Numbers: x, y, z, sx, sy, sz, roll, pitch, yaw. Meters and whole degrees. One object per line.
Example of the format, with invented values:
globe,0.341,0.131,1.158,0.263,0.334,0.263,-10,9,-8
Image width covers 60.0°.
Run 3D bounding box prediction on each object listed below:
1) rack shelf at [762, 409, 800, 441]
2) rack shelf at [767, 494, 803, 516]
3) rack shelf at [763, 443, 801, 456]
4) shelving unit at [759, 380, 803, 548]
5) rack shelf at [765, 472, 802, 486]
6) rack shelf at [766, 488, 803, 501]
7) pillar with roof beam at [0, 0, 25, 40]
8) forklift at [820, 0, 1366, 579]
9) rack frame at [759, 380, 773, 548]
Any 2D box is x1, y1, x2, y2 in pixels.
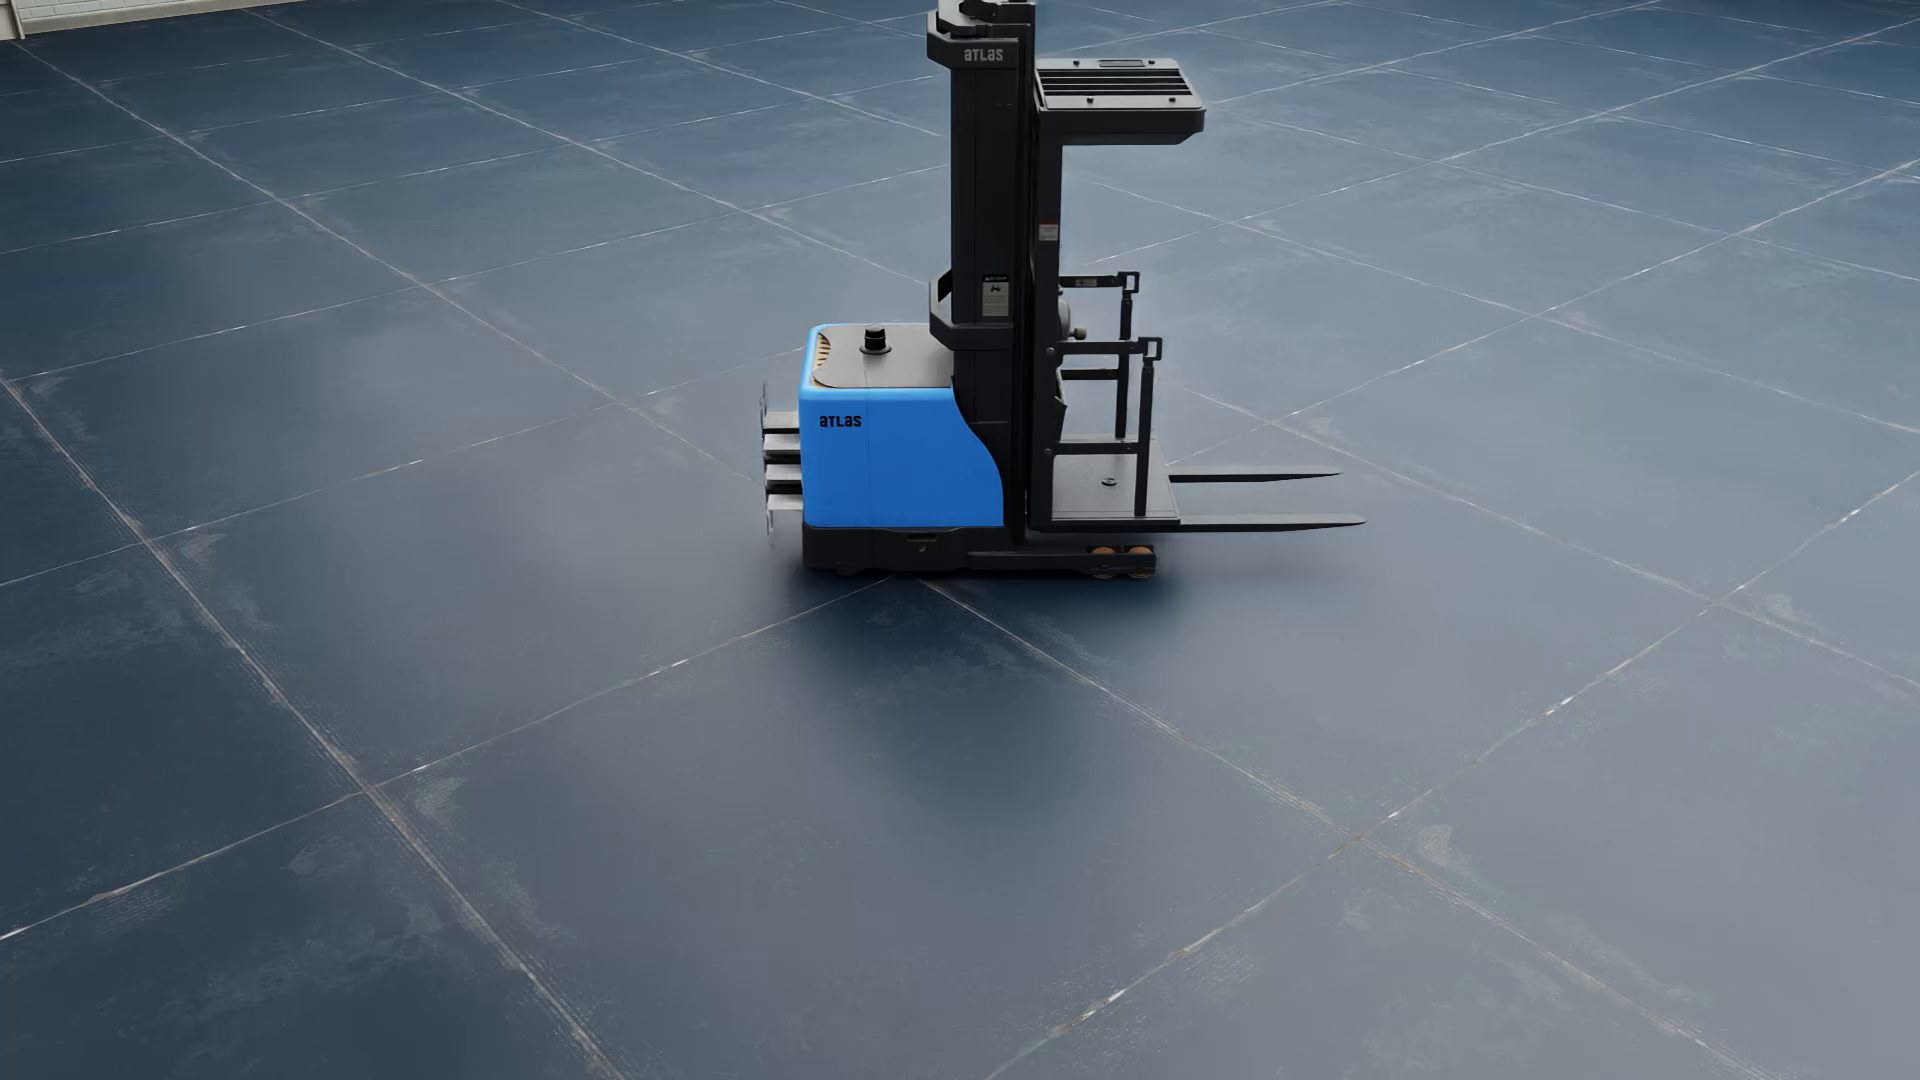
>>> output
rack shelf,-0.953,-0.620,8.954,0.200,0.077,0.258,-1,28,-1
rack shelf,-0.953,-0.224,9.166,0.200,0.077,0.258,-1,28,-1
rack shelf,-0.953,-0.541,8.996,0.200,0.077,0.258,-1,28,-1
shelving unit,-0.953,-0.412,9.066,0.210,0.900,0.258,-1,28,-1
rack shelf,-0.953,-0.382,9.081,0.200,0.077,0.258,-1,28,-1
rack shelf,-0.953,-0.303,9.124,0.200,0.077,0.258,-1,28,-1
pillar with roof beam,-9.389,-8.824,16.214,0.400,9.000,9.100,-22,35,-35
forklift,0.717,-1.307,8.653,2.937,2.867,1.118,-1,28,-1
rack frame,-1.054,-0.411,9.064,0.006,0.900,0.240,-1,28,-1
